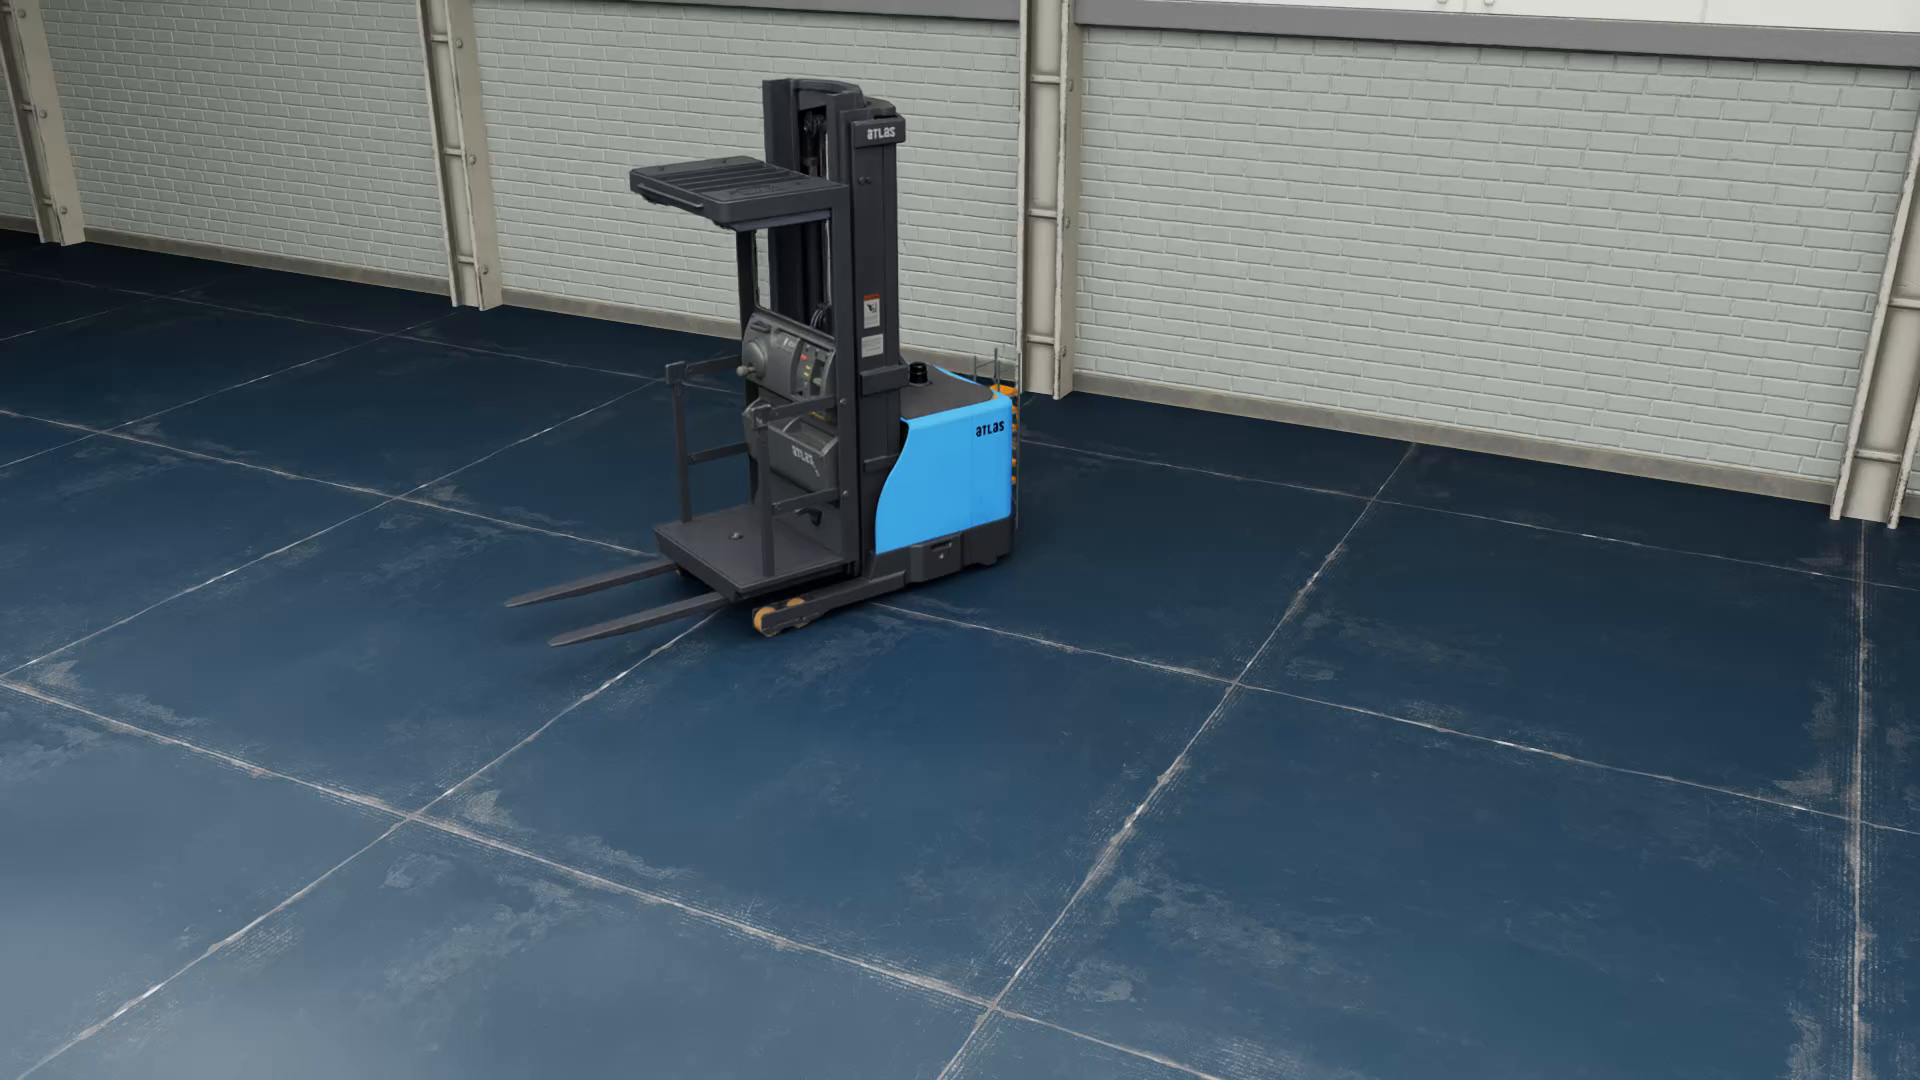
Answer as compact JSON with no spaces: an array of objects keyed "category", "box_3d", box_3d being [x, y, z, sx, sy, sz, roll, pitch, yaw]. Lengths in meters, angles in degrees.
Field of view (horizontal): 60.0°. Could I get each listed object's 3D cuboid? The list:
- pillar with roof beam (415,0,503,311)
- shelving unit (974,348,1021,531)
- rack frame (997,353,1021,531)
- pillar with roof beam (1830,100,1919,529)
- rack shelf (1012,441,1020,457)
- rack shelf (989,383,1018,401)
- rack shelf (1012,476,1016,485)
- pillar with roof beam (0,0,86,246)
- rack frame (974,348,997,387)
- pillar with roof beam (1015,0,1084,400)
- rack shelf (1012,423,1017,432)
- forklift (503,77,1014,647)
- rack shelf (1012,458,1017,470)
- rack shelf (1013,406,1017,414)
[{"category":"pillar with roof beam","box_3d":[-6.607,-4.918,10.815,0.400,9.000,9.100,11,25,25]},{"category":"shelving unit","box_3d":[0.234,-0.611,10.653,0.189,1.200,0.258,17,28,34]},{"category":"rack frame","box_3d":[0.306,-0.589,10.602,0.006,1.200,0.240,17,28,34]},{"category":"pillar with roof beam","box_3d":[4.103,-2.799,5.832,0.400,9.000,9.100,11,25,25]},{"category":"rack shelf","box_3d":[0.234,-0.570,10.670,0.180,0.103,0.258,17,28,34]},{"category":"rack shelf","box_3d":[0.234,-0.901,10.530,0.180,0.103,0.258,17,28,34]},{"category":"rack shelf","box_3d":[0.234,-0.349,10.764,0.180,0.103,0.258,17,28,34]},{"category":"pillar with roof beam","box_3d":[-11.961,-5.977,13.306,0.400,9.000,9.100,11,25,25]},{"category":"rack frame","box_3d":[0.162,-0.633,10.705,0.006,1.200,0.240,17,28,34]},{"category":"pillar with roof beam","box_3d":[-1.252,-3.858,8.323,0.400,9.000,9.100,11,25,25]},{"category":"rack shelf","box_3d":[0.234,-0.680,10.624,0.180,0.103,0.258,17,28,34]},{"category":"forklift","box_3d":[-1.154,-1.035,9.438,3.031,2.935,1.130,-16,28,-33]},{"category":"rack shelf","box_3d":[0.234,-0.460,10.717,0.180,0.103,0.258,17,28,34]},{"category":"rack shelf","box_3d":[0.234,-0.791,10.577,0.180,0.103,0.258,17,28,34]}]
